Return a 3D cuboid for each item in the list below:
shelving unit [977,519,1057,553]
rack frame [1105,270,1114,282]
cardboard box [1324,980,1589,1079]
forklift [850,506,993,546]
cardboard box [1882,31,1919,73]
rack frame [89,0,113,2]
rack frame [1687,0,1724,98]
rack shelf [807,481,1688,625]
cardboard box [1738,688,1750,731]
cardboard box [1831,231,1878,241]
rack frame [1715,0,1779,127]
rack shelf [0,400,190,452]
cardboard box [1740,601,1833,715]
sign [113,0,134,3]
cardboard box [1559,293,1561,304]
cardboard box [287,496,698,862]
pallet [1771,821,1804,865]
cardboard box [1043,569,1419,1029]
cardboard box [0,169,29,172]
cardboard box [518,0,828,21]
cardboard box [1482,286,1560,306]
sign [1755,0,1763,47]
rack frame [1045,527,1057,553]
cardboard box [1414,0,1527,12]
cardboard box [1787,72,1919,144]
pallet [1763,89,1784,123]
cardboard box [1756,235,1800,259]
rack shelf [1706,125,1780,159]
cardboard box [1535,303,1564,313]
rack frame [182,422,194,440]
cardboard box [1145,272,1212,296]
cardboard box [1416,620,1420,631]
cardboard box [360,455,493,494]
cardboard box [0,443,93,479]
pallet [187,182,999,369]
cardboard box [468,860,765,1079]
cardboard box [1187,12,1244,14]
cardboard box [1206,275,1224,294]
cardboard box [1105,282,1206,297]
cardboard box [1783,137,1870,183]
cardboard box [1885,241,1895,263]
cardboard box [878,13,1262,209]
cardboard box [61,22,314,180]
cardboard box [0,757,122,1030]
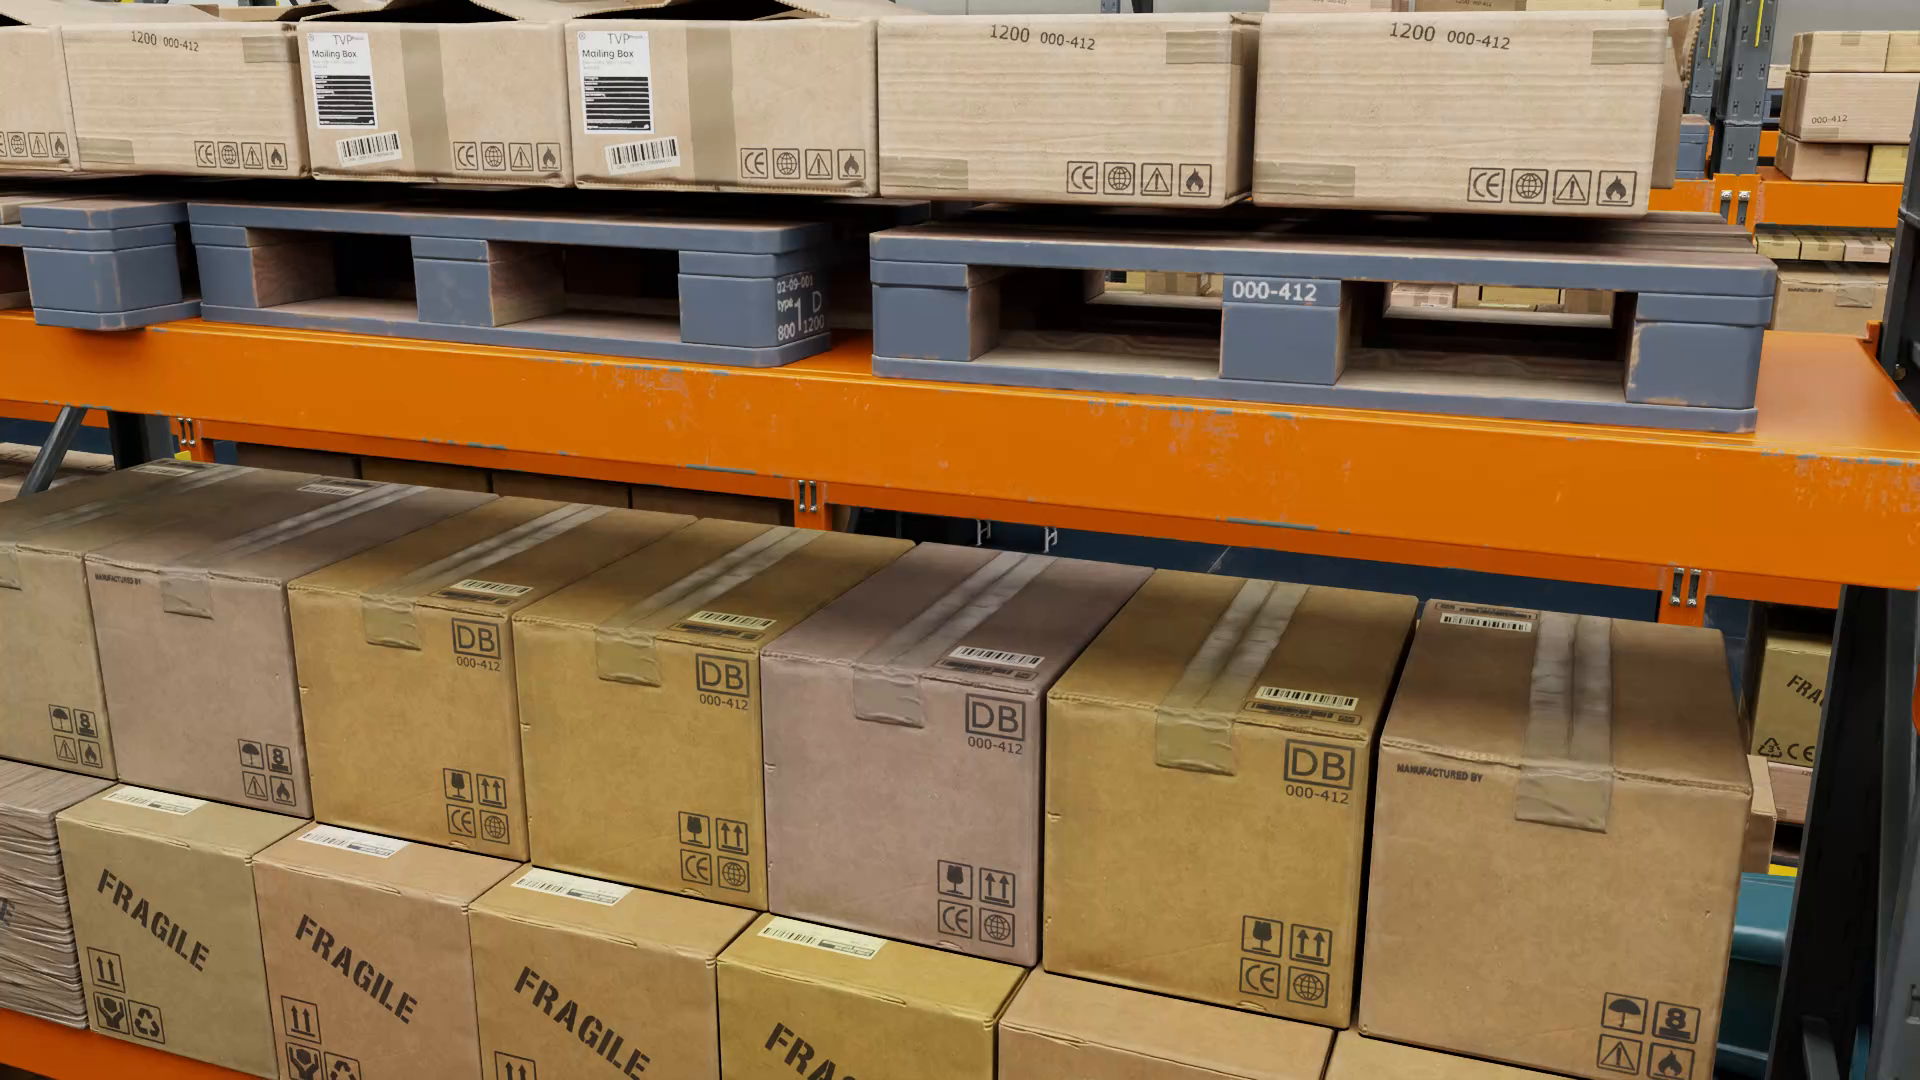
[{"bbox_3d":[0.398,-0.542,11.387,0.503,1.200,0.258,6,17,18],"label":"shelving unit"},{"bbox_3d":[1.254,-1.952,13.019,0.127,3.000,1.000,6,17,21],"label":"rack frame"},{"bbox_3d":[0.851,1.007,2.647,0.500,0.500,0.500,6,17,20],"label":"cardboard box"},{"bbox_3d":[-1.287,-1.533,11.696,3.031,2.935,1.130,6,17,18],"label":"forklift"},{"bbox_3d":[3.583,-1.822,6.211,0.250,0.149,0.380,7,18,22],"label":"cardboard box"},{"bbox_3d":[-2.286,-2.252,3.289,0.127,3.000,1.000,6,17,21],"label":"rack frame"},{"bbox_3d":[4.975,-4.424,10.773,0.127,3.000,1.000,6,17,21],"label":"rack frame"},{"bbox_3d":[1.297,-0.115,7.978,4.000,0.370,1.077,6,17,21],"label":"rack shelf"},{"bbox_3d":[3.806,0.854,7.530,0.500,0.250,0.500,7,18,23],"label":"cardboard box"},{"bbox_3d":[6.108,-2.022,11.382,0.250,0.149,0.380,6,17,20],"label":"cardboard box"},{"bbox_3d":[3.157,-3.137,6.337,0.127,3.000,1.000,6,17,21],"label":"rack frame"},{"bbox_3d":[-6.145,-0.933,10.797,4.000,0.370,1.077,6,17,21],"label":"rack shelf"},{"bbox_3d":[3.806,0.494,7.425,0.500,0.500,0.500,6,17,20],"label":"cardboard box"},{"bbox_3d":[-2.075,-1.240,4.117,0.005,0.325,0.100,6,17,21],"label":"sign"},{"bbox_3d":[4.597,-1.830,11.968,0.500,0.250,0.500,6,17,20],"label":"cardboard box"},{"bbox_3d":[-0.923,0.253,3.449,0.500,0.500,0.700,6,17,20],"label":"cardboard box"},{"bbox_3d":[3.795,1.143,7.357,1.213,0.211,1.003,6,17,21],"label":"pallet"},{"bbox_3d":[0.492,0.409,2.911,0.500,0.500,0.700,6,17,20],"label":"cardboard box"},{"bbox_3d":[-2.720,-0.987,4.132,0.500,0.500,0.500,6,17,21],"label":"cardboard box"},{"bbox_3d":[-0.566,-1.004,3.258,0.500,0.500,0.500,6,17,21],"label":"cardboard box"},{"bbox_3d":[3.943,-1.746,11.680,0.500,0.250,0.500,6,17,19],"label":"cardboard box"},{"bbox_3d":[2.957,-1.989,6.131,0.005,0.325,0.100,6,17,21],"label":"sign"},{"bbox_3d":[0.628,-0.519,11.310,0.015,1.200,0.240,6,17,18],"label":"rack frame"},{"bbox_3d":[2.293,-2.278,7.379,0.500,0.250,0.500,6,17,19],"label":"cardboard box"},{"bbox_3d":[3.466,-1.651,6.335,0.500,0.250,0.500,6,17,19],"label":"cardboard box"},{"bbox_3d":[5.778,-2.861,10.926,1.213,0.211,1.003,6,17,21],"label":"pallet"},{"bbox_3d":[5.446,-1.937,11.090,0.250,0.149,0.380,7,17,21],"label":"cardboard box"},{"bbox_3d":[6.835,-2.434,10.587,4.000,0.370,1.077,6,17,21],"label":"rack shelf"},{"bbox_3d":[2.826,-0.770,7.481,0.500,0.500,0.500,7,18,22],"label":"cardboard box"},{"bbox_3d":[-4.285,-1.074,9.992,0.127,3.000,1.000,6,17,21],"label":"rack frame"},{"bbox_3d":[1.062,-1.275,8.054,0.250,0.149,0.380,5,17,18],"label":"cardboard box"},{"bbox_3d":[1.998,0.679,7.914,0.625,0.372,0.950,7,18,24],"label":"cardboard box"},{"bbox_3d":[-2.836,-0.122,9.772,0.875,0.875,0.875,7,18,22],"label":"cardboard box"},{"bbox_3d":[-6.501,-0.321,11.242,0.875,0.438,0.875,7,18,22],"label":"cardboard box"},{"bbox_3d":[-0.626,-0.555,3.162,1.213,0.211,1.003,7,18,23],"label":"pallet"},{"bbox_3d":[-0.562,0.852,3.180,0.500,0.500,0.500,6,17,20],"label":"cardboard box"},{"bbox_3d":[1.838,-3.553,12.041,0.500,0.500,0.500,6,17,21],"label":"cardboard box"},{"bbox_3d":[2.042,-1.960,12.418,0.500,0.250,0.500,7,18,22],"label":"cardboard box"},{"bbox_3d":[0.916,-0.981,8.208,0.500,0.500,0.500,5,17,17],"label":"cardboard box"},{"bbox_3d":[3.359,-1.479,6.458,0.250,0.149,0.380,6,17,20],"label":"cardboard box"},{"bbox_3d":[6.133,-1.836,10.743,0.250,0.149,0.380,6,17,20],"label":"cardboard box"},{"bbox_3d":[0.206,-0.649,2.484,0.500,0.250,0.500,6,17,20],"label":"cardboard box"},{"bbox_3d":[-1.227,-0.806,3.027,0.500,0.250,0.500,7,18,22],"label":"cardboard box"},{"bbox_3d":[-1.968,0.697,3.712,0.500,0.500,0.500,6,17,21],"label":"cardboard box"}]
